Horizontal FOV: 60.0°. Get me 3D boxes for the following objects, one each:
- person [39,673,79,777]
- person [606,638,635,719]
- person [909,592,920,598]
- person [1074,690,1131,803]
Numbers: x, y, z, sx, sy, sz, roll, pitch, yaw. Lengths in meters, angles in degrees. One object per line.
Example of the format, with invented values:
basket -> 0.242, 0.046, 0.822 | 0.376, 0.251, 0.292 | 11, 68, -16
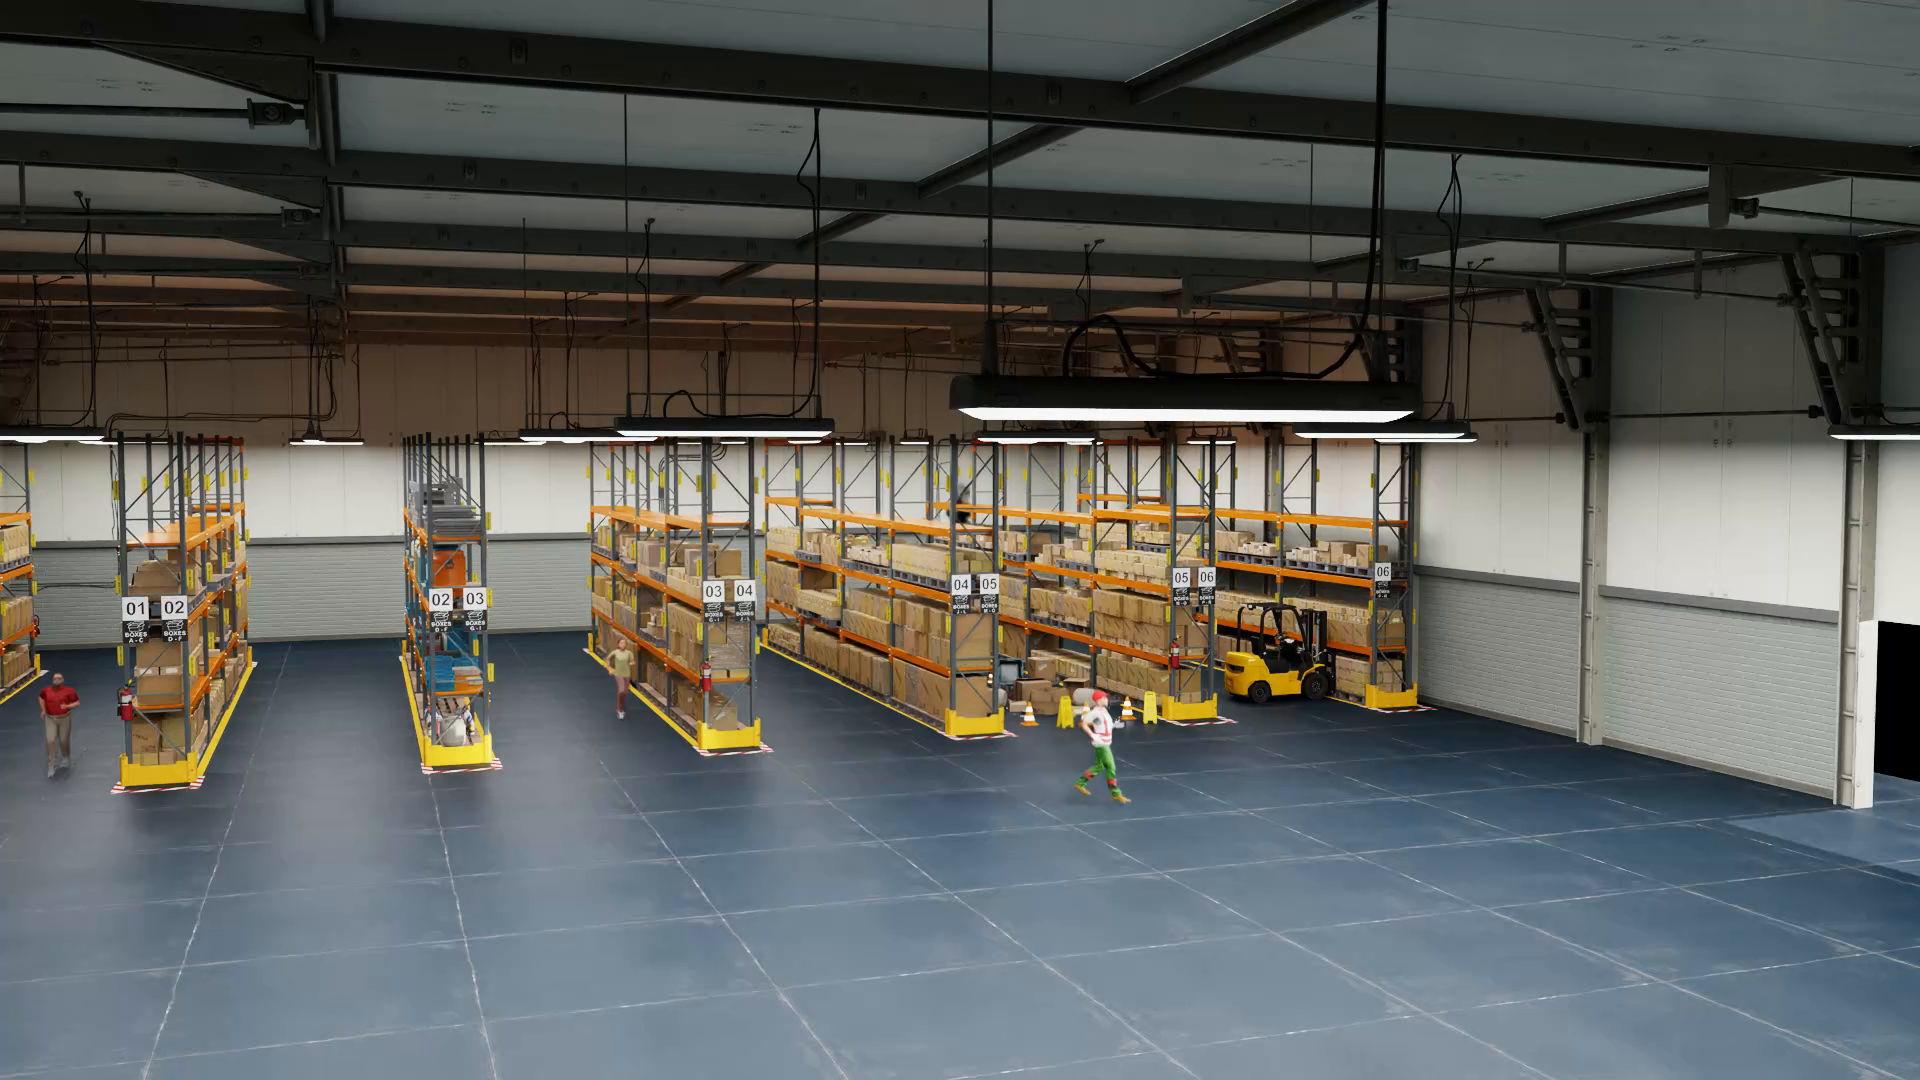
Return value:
person -> -15.919, 3.229, 29.389 | 0.653, 1.776, 0.911 | -1, 3, -23
person -> -7.179, 2.930, 35.313 | 0.543, 1.721, 0.723 | -2, 4, -33
person -> -1.408, 1.712, 51.252 | 0.759, 1.824, 0.712 | 0, 3, -4
person -> 2.291, 3.304, 26.789 | 0.948, 1.783, 0.656 | 1, 3, 14
